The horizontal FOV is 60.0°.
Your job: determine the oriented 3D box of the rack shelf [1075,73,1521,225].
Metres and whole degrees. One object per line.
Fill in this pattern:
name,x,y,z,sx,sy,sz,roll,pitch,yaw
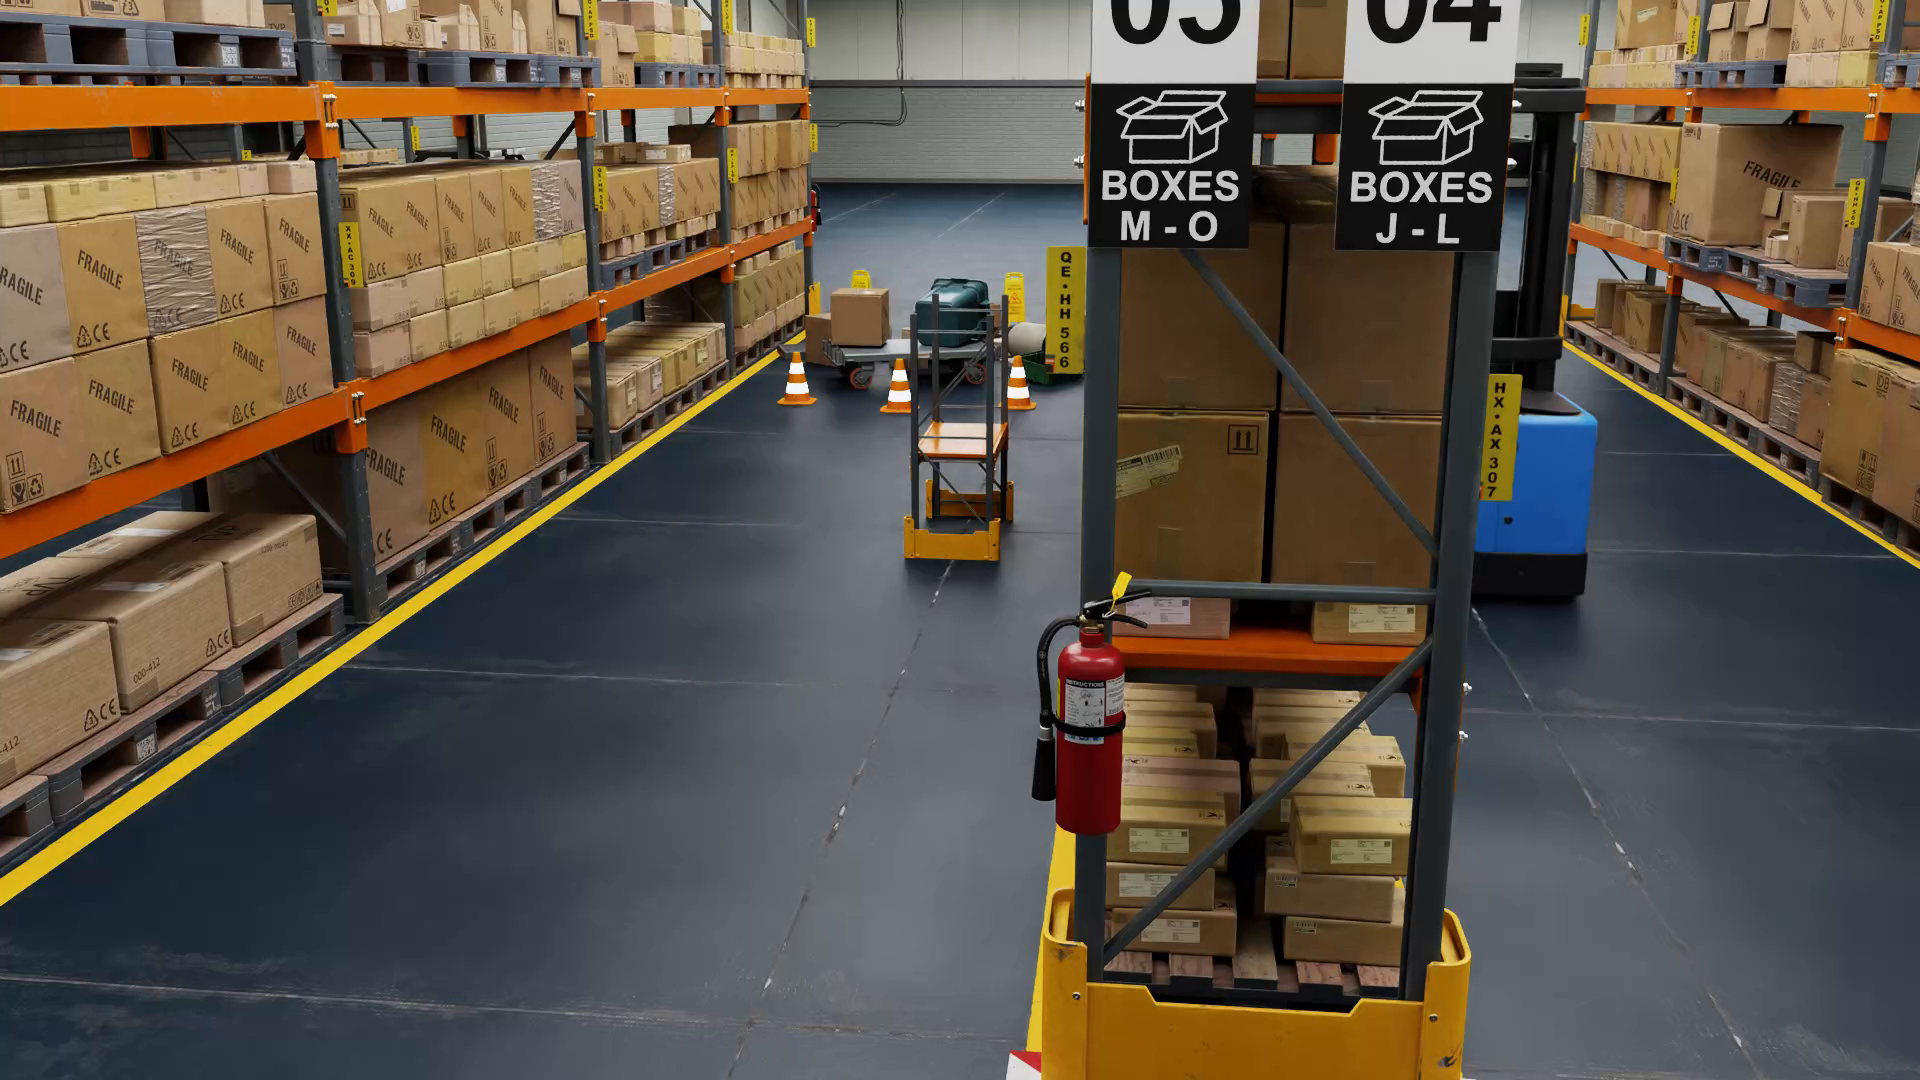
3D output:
rack shelf,1.046,-1.476,6.005,1.077,0.370,4.000,2,15,6

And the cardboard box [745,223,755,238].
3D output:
cardboard box,-2.362,-3.239,17.376,0.380,0.149,0.250,2,15,8

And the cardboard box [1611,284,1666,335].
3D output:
cardboard box,7.422,-2.512,18.191,0.500,0.500,0.500,6,16,21

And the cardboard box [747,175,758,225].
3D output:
cardboard box,-2.396,-3.517,17.160,0.500,0.500,0.500,2,15,6

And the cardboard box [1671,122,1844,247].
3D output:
cardboard box,6.862,-3.087,14.377,1.000,1.000,1.000,2,15,7

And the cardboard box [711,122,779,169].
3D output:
cardboard box,-2.359,-4.270,18.029,0.700,0.500,0.500,2,15,6

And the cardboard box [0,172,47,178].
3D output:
cardboard box,-4.046,-1.450,6.930,0.380,0.149,0.250,2,15,6

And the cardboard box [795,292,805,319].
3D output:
cardboard box,-2.131,-2.777,19.650,0.500,0.250,0.500,2,15,6

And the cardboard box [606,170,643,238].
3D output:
cardboard box,-2.875,-2.691,13.300,0.500,0.500,0.500,2,15,9

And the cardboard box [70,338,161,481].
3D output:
cardboard box,-3.626,-0.534,6.699,0.500,0.500,0.500,2,15,8

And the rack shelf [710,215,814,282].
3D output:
rack shelf,-2.530,-3.260,18.349,1.077,0.370,4.000,2,15,6

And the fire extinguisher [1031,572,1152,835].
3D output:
fire extinguisher,0.333,0.413,4.252,0.296,0.674,0.183,2,15,6

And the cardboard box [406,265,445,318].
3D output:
cardboard box,-3.298,-1.424,9.512,0.500,0.250,0.500,2,15,7

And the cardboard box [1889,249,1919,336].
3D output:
cardboard box,6.259,-1.555,10.476,0.500,0.500,0.500,1,15,5

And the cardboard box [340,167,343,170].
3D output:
cardboard box,-7.118,-4.201,19.016,0.380,0.149,0.250,2,15,7

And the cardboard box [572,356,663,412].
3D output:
cardboard box,-3.058,-1.323,14.038,0.950,0.372,0.625,1,15,5

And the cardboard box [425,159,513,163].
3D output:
cardboard box,-3.506,-2.461,11.910,0.500,0.500,0.500,1,15,4

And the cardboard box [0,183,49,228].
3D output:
cardboard box,-3.634,-1.240,6.151,0.380,0.149,0.250,2,15,7

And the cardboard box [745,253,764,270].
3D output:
cardboard box,-2.291,-2.948,17.601,0.380,0.149,0.250,2,15,8

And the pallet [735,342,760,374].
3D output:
pallet,-2.715,-1.917,17.349,1.003,0.211,1.213,2,15,6

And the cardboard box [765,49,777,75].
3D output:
cardboard box,-2.261,-5.108,17.777,0.500,0.250,0.500,2,15,7

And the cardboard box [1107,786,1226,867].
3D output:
cardboard box,0.628,0.885,5.159,0.380,0.149,0.250,2,15,7

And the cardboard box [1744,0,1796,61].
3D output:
cardboard box,6.834,-4.134,13.453,0.797,0.503,0.637,2,15,9

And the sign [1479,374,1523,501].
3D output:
sign,1.359,-0.258,4.212,0.100,0.325,0.005,2,15,6

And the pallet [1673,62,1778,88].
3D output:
pallet,6.916,-3.997,14.309,1.213,0.211,1.003,2,15,6

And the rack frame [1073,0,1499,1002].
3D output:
rack frame,0.820,0.144,4.384,1.000,3.000,0.127,2,15,6

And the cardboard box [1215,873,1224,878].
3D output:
cardboard box,0.716,1.039,5.731,0.380,0.149,0.250,2,15,6

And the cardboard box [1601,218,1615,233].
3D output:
cardboard box,7.140,-3.387,17.922,0.380,0.149,0.250,2,15,6

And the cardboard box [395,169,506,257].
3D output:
cardboard box,-3.182,-2.047,10.379,0.500,0.500,0.500,1,15,5

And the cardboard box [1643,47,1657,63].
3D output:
cardboard box,6.984,-4.799,16.441,0.380,0.149,0.250,2,15,9

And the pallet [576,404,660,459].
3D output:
pallet,-3.117,-0.907,13.613,1.003,0.211,1.213,2,15,6

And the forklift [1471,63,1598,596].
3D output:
forklift,3.105,-1.436,10.358,1.130,2.935,3.031,1,15,5

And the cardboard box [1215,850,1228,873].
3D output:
cardboard box,0.679,0.962,5.445,0.380,0.149,0.250,1,15,5

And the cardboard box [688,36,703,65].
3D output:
cardboard box,-2.678,-4.511,15.334,0.500,0.250,0.500,1,15,5

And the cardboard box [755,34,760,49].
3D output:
cardboard box,-2.303,-5.211,17.395,0.380,0.149,0.250,1,15,5

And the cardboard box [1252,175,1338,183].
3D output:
cardboard box,1.362,-1.172,6.572,0.500,0.500,0.500,2,15,8

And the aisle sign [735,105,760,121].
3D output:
aisle sign,-2.605,-5.406,19.927,0.394,0.787,0.004,2,15,6

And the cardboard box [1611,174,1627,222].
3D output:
cardboard box,7.416,-3.622,17.550,0.875,0.500,0.500,2,15,6

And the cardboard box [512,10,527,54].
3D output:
cardboard box,-3.015,-3.269,10.712,0.396,0.266,0.258,1,15,5

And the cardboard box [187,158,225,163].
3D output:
cardboard box,-7.883,-3.894,17.312,0.380,0.149,0.250,1,15,5

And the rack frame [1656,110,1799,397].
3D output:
rack frame,7.091,-2.796,15.257,1.000,3.000,0.127,2,15,6

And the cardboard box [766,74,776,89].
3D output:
cardboard box,-2.196,-4.952,17.964,0.380,0.149,0.250,2,15,6

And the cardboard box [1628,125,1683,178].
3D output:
cardboard box,6.981,-3.855,16.495,0.500,0.500,0.500,2,15,6

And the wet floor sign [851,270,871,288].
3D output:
wet floor sign,-1.220,-3.007,20.546,0.267,0.644,0.232,7,17,25

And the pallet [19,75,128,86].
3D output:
pallet,-8.028,-4.022,14.404,1.003,0.211,1.213,2,15,9

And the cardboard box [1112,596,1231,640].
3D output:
cardboard box,0.576,0.172,4.761,0.380,0.149,0.250,2,15,6

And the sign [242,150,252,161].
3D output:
sign,-7.148,-3.741,16.683,0.100,0.325,0.005,2,15,6

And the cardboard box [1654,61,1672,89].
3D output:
cardboard box,6.952,-4.433,15.851,0.500,0.250,0.500,2,15,8

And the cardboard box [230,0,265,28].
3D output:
cardboard box,-3.412,-2.472,7.574,0.396,0.266,0.258,2,15,8

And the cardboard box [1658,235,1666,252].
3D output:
cardboard box,6.861,-2.804,15.767,0.380,0.149,0.250,2,15,6

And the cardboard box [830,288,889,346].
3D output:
cardboard box,-0.984,-2.202,16.399,0.500,0.500,0.500,2,15,6

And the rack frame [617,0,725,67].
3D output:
rack frame,-2.756,-5.984,15.553,1.000,3.000,0.127,2,15,6

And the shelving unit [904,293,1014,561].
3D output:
shelving unit,0.009,-0.744,10.539,0.587,1.500,1.083,2,15,6
